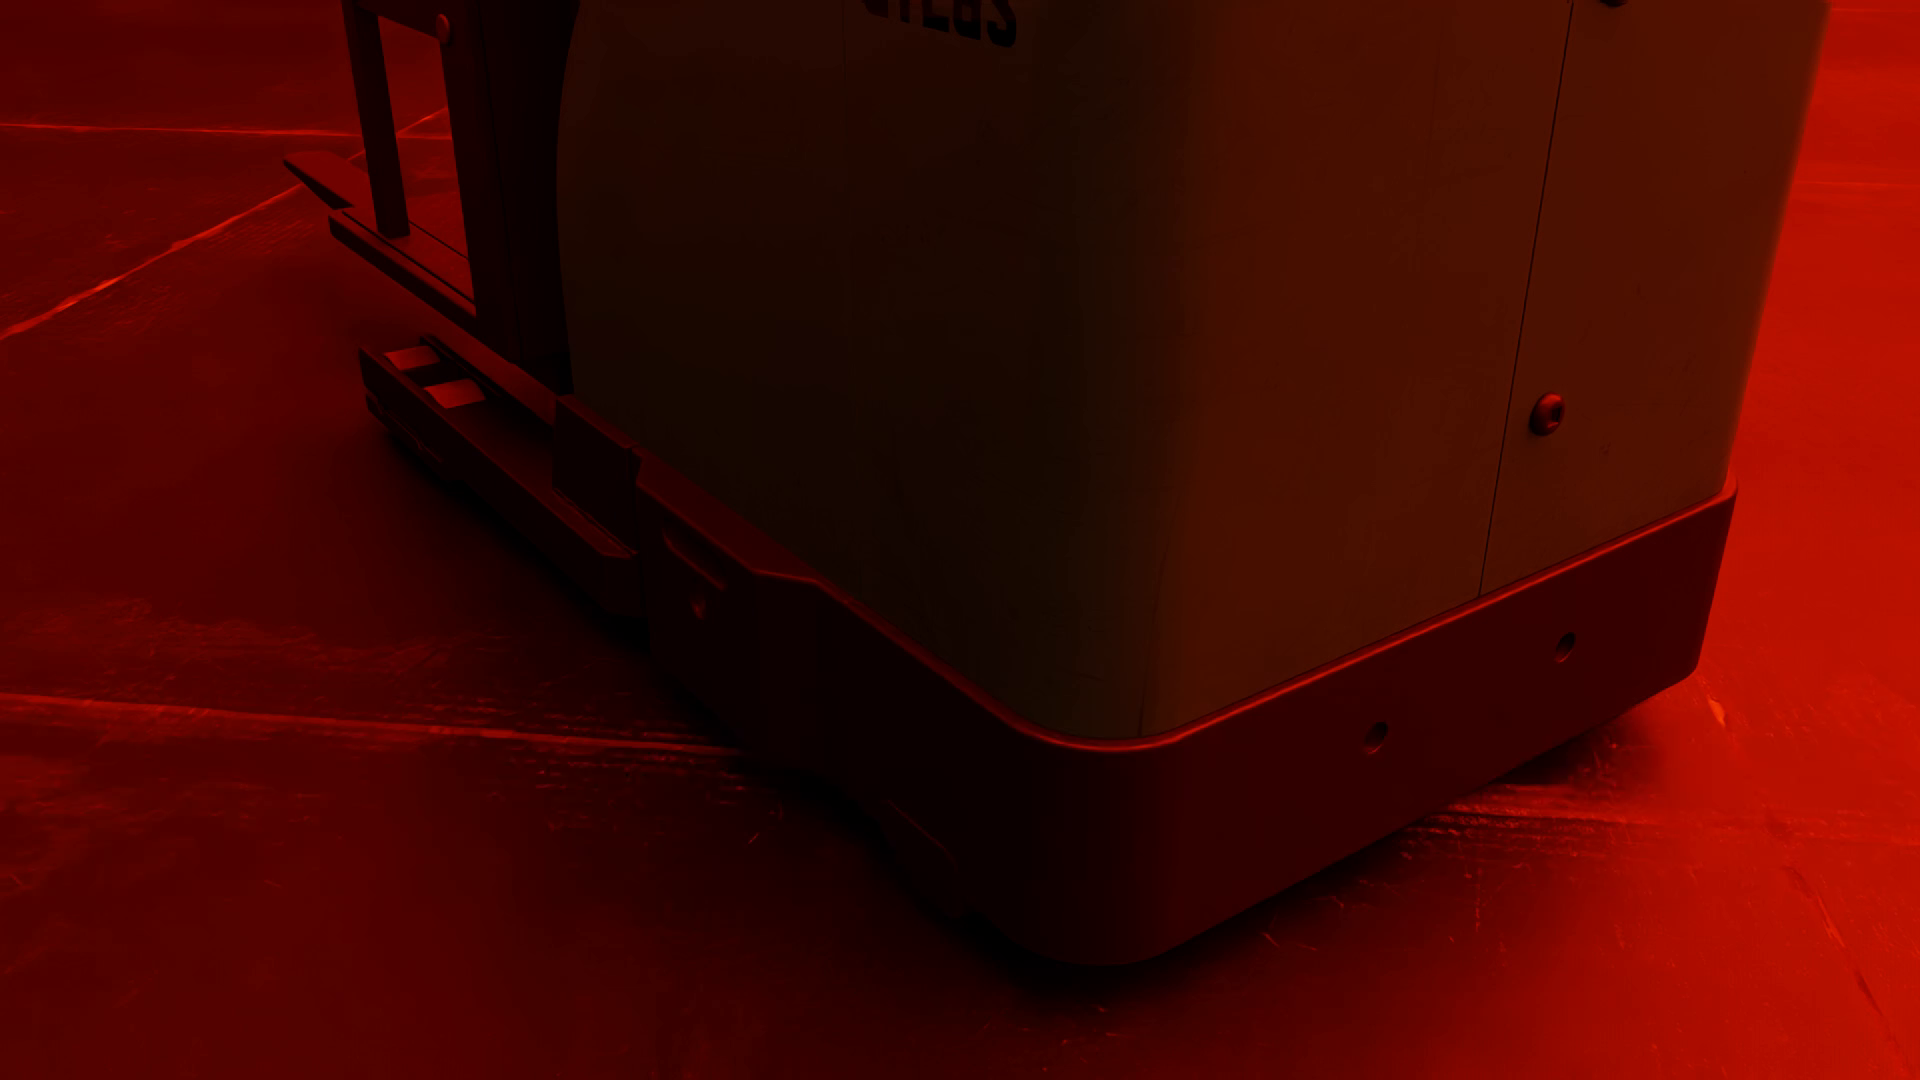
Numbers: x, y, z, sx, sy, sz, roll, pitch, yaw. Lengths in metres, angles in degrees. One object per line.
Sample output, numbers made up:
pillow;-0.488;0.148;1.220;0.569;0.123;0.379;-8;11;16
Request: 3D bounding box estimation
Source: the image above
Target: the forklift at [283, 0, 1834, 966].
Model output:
forklift;-0.356;-1.517;2.257;1.130;2.935;3.031;-18;32;-32
